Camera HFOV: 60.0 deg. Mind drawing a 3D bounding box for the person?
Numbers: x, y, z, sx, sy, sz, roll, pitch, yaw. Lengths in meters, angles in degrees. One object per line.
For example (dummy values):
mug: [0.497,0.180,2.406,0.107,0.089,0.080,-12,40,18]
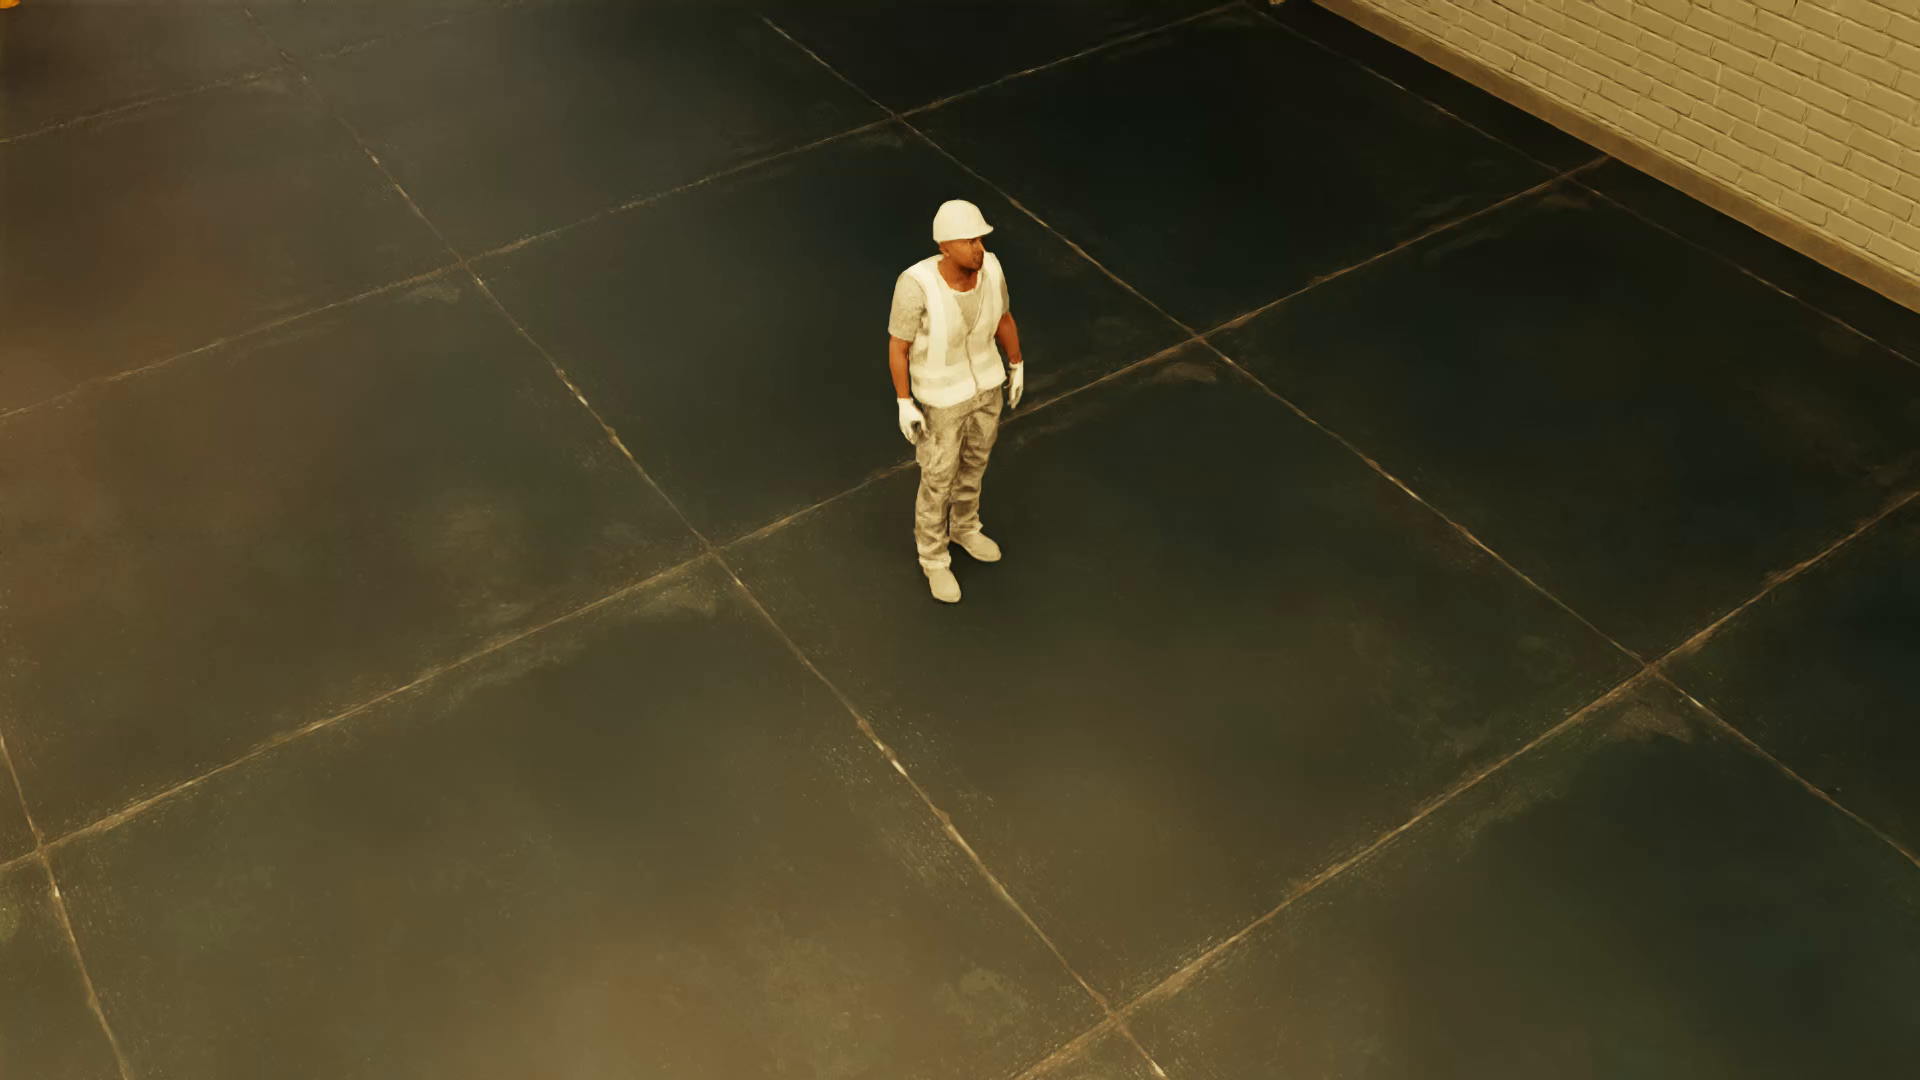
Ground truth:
person: [0.035,-0.618,7.222,0.655,1.782,0.576,-25,48,-25]
